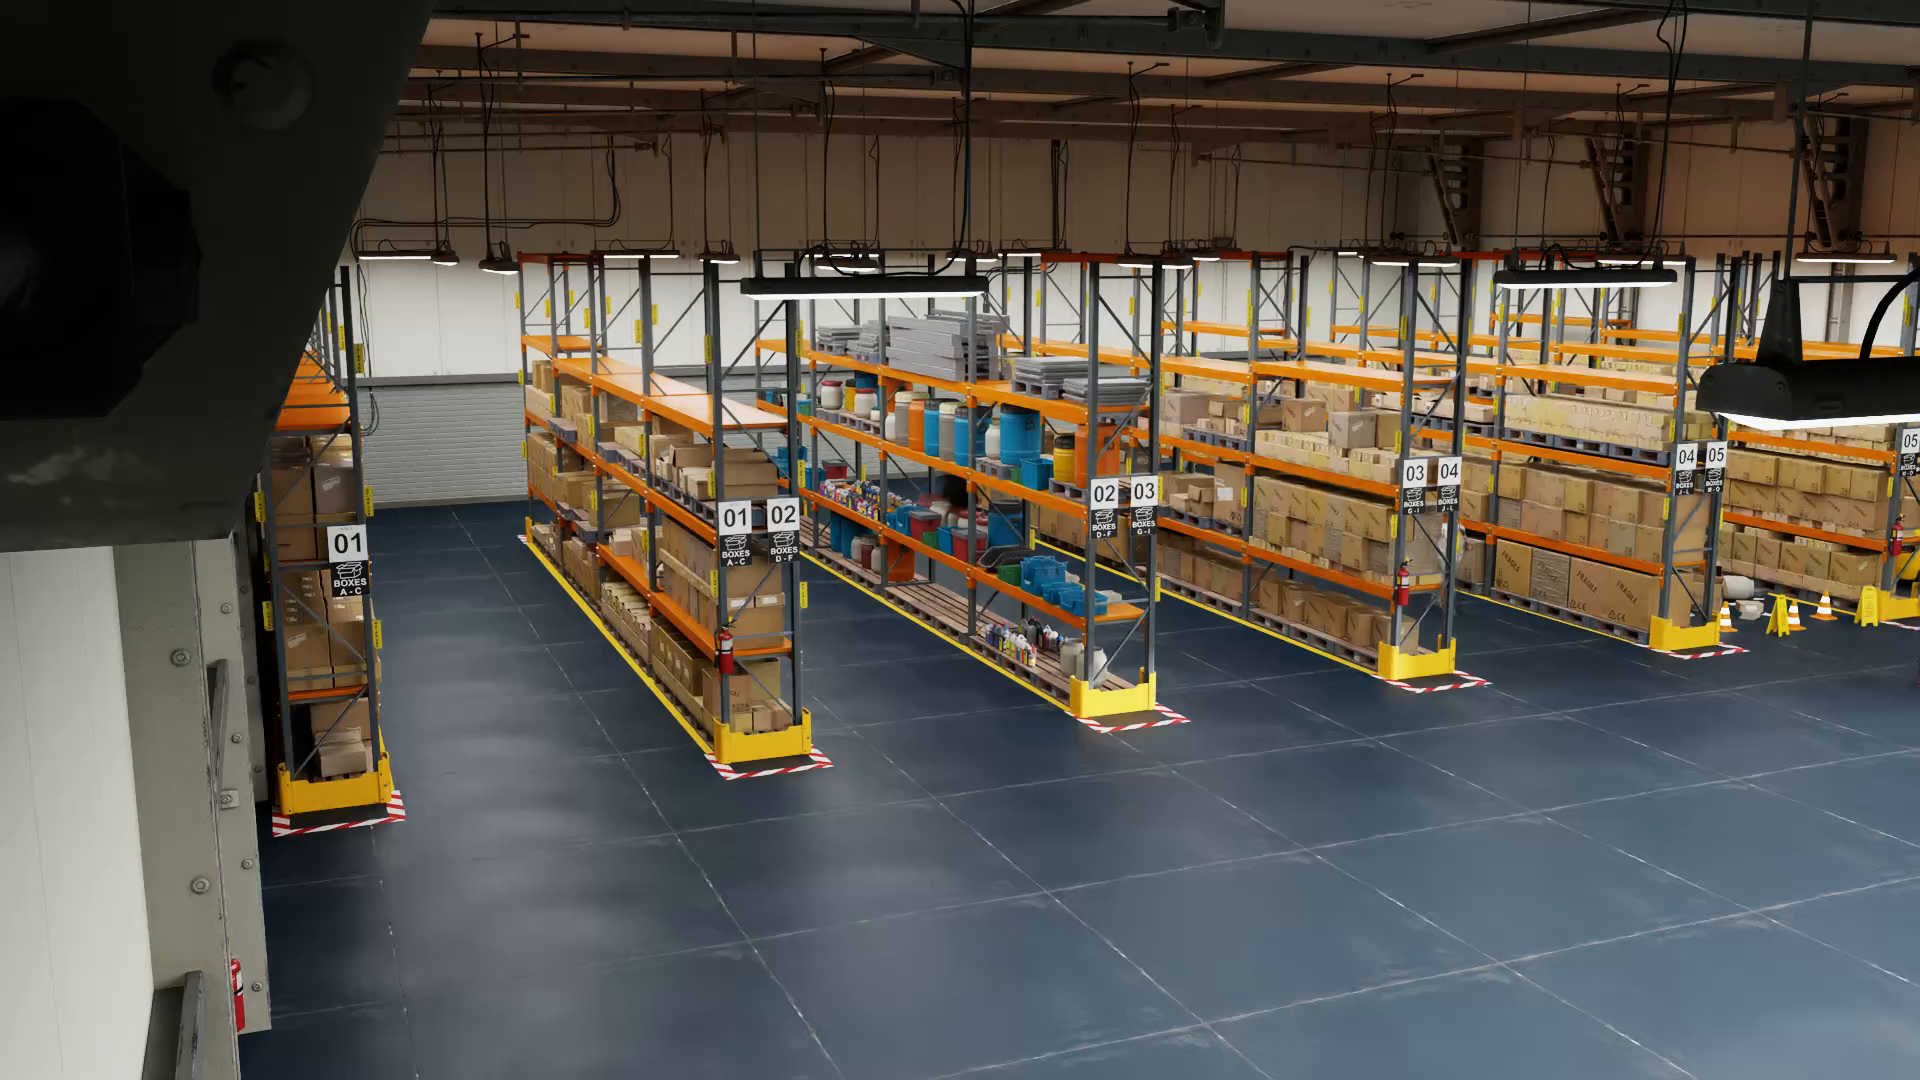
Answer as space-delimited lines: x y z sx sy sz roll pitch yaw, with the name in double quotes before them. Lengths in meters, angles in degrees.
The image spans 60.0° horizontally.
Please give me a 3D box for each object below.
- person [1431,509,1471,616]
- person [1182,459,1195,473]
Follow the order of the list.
"person" 8.321 0.348 28.277 0.645 1.842 0.816 -5 12 -27
"person" 5.707 -2.041 41.684 0.565 1.615 0.637 8 13 36
